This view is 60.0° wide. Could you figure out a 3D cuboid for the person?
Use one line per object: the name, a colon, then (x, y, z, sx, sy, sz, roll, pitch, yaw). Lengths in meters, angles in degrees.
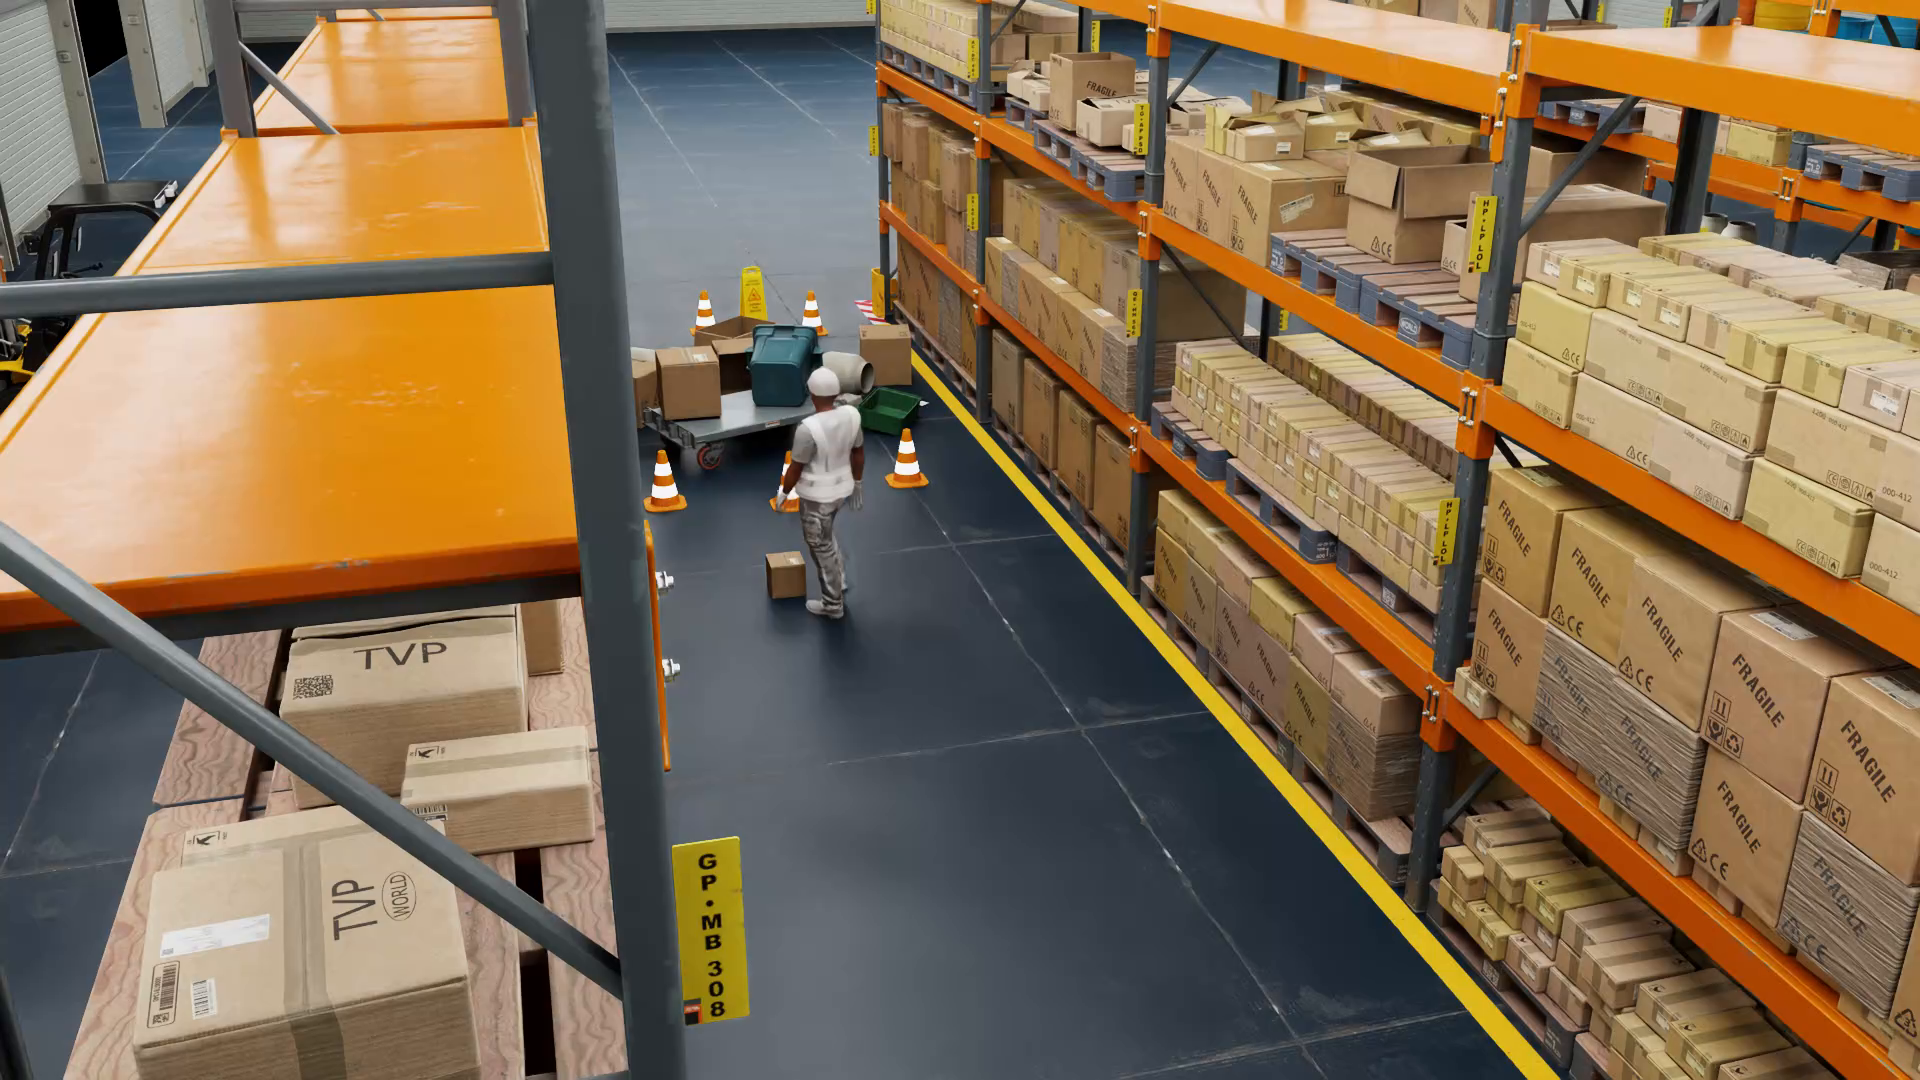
person: (-0.965, -0.313, 11.381, 0.474, 1.820, 0.570, 16, 27, 33)
